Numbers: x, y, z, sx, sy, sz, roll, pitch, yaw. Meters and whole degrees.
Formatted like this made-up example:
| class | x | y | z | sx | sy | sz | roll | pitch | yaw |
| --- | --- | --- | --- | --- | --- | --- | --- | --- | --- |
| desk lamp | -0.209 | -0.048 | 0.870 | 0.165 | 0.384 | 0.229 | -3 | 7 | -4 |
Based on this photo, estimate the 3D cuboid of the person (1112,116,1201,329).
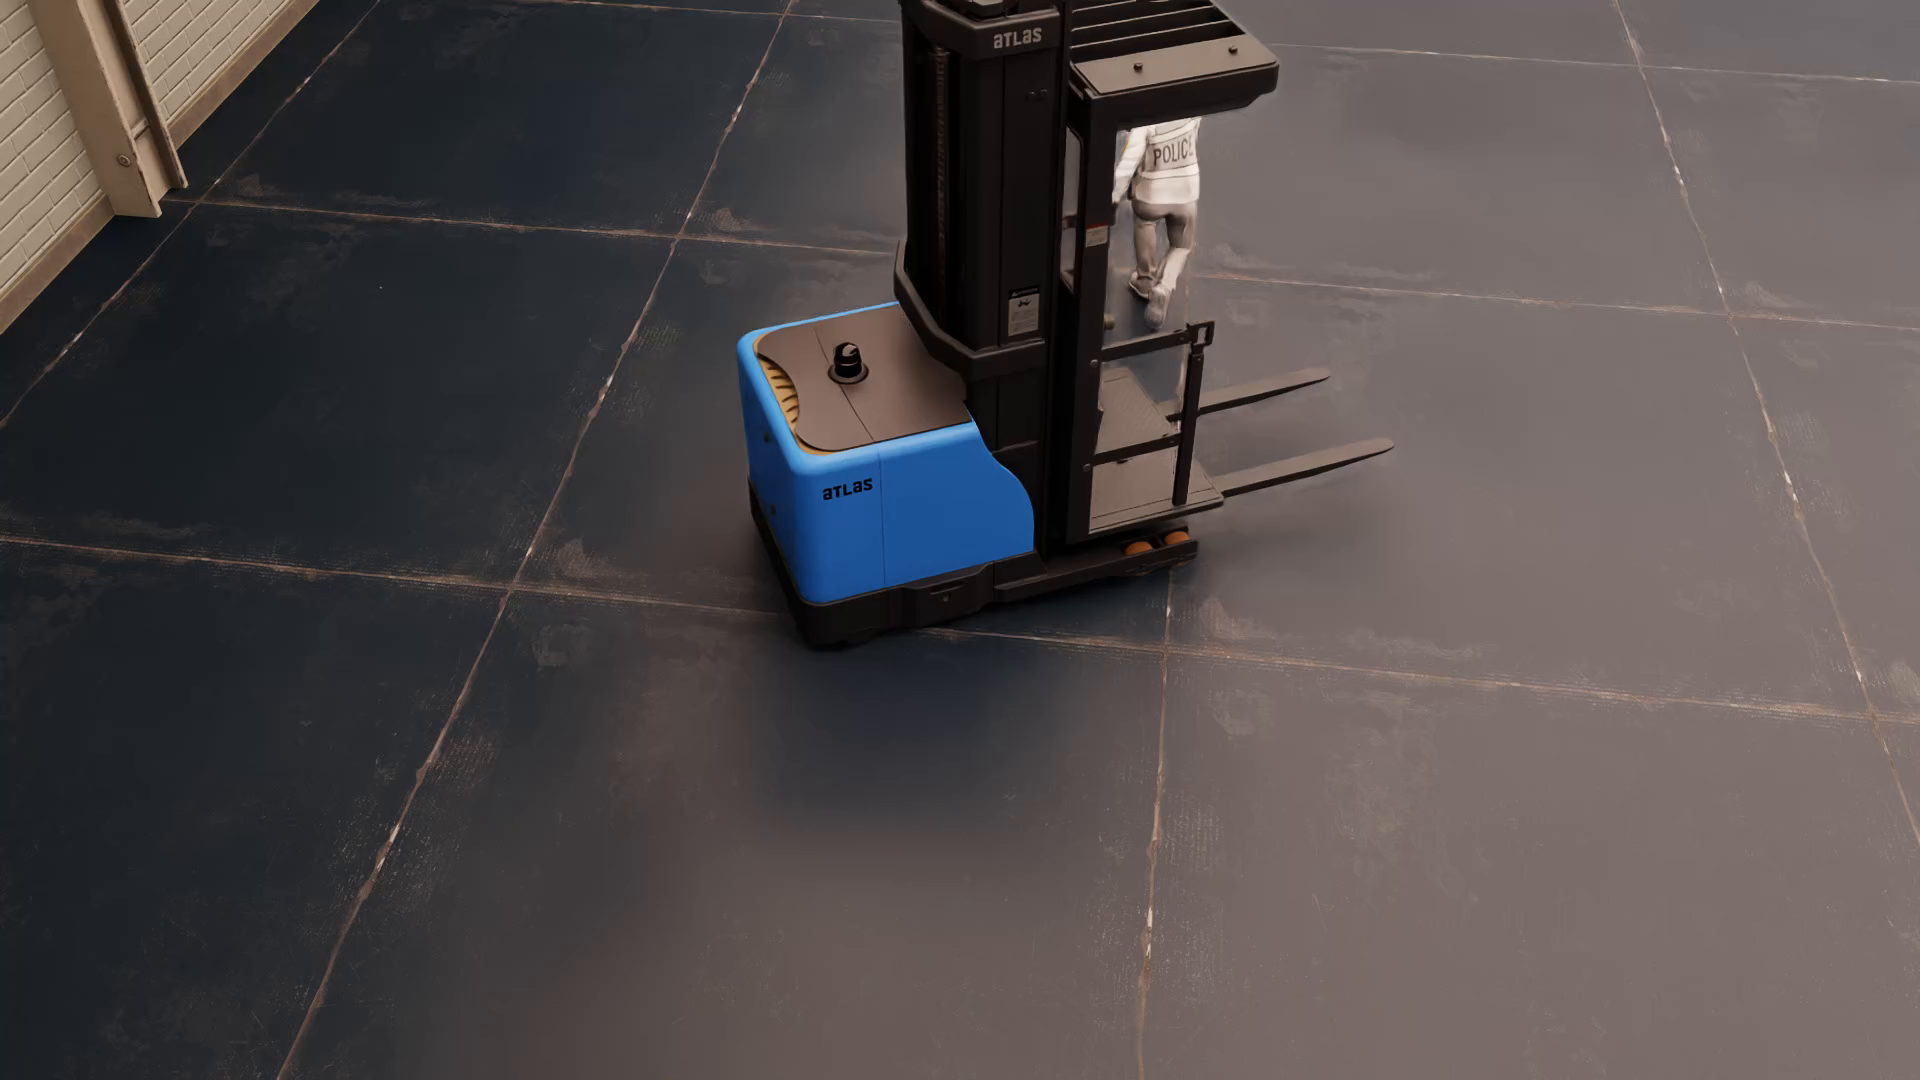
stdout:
| class | x | y | z | sx | sy | sz | roll | pitch | yaw |
| --- | --- | --- | --- | --- | --- | --- | --- | --- | --- |
| person | 1.010 | -1.864 | 8.878 | 0.583 | 1.449 | 0.756 | -4 | 43 | -4 |

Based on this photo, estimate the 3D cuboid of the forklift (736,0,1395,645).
| class | x | y | z | sx | sy | sz | roll | pitch | yaw |
| --- | --- | --- | --- | --- | --- | --- | --- | --- | --- |
| forklift | 0.574 | -1.233 | 7.066 | 3.031 | 2.935 | 1.130 | -14 | 44 | -15 |
